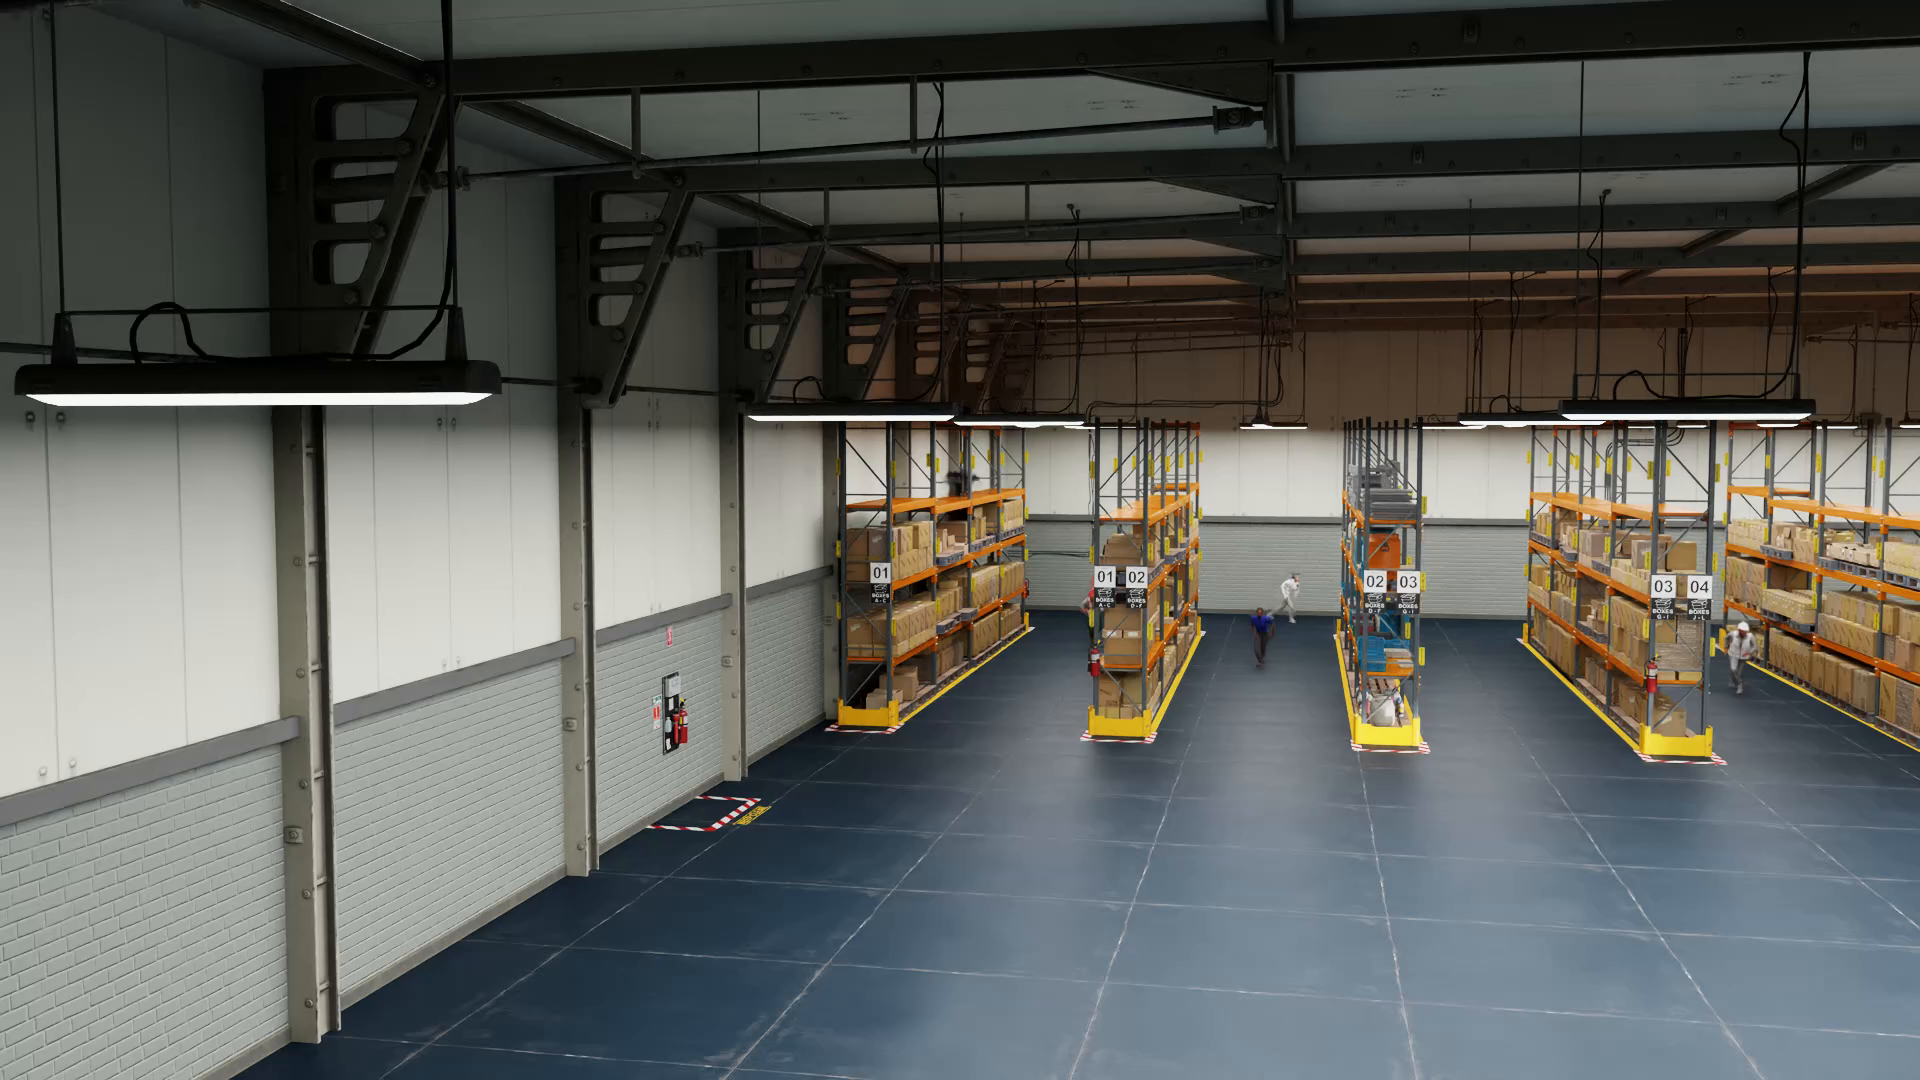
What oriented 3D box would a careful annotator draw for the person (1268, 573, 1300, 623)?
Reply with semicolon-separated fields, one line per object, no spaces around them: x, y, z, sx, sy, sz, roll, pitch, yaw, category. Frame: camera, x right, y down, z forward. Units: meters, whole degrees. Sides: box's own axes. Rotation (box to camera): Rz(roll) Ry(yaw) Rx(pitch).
9.804;1.726;50.112;1.004;1.517;0.610;3;5;42;person

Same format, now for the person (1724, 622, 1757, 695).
17.151;2.560;36.581;0.642;1.604;1.127;1;4;18;person

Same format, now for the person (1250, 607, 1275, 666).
7.389;2.361;40.611;0.584;1.469;0.809;1;4;17;person

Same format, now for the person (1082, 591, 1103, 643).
3.588;2.072;44.750;0.680;1.490;0.958;0;4;-5;person
